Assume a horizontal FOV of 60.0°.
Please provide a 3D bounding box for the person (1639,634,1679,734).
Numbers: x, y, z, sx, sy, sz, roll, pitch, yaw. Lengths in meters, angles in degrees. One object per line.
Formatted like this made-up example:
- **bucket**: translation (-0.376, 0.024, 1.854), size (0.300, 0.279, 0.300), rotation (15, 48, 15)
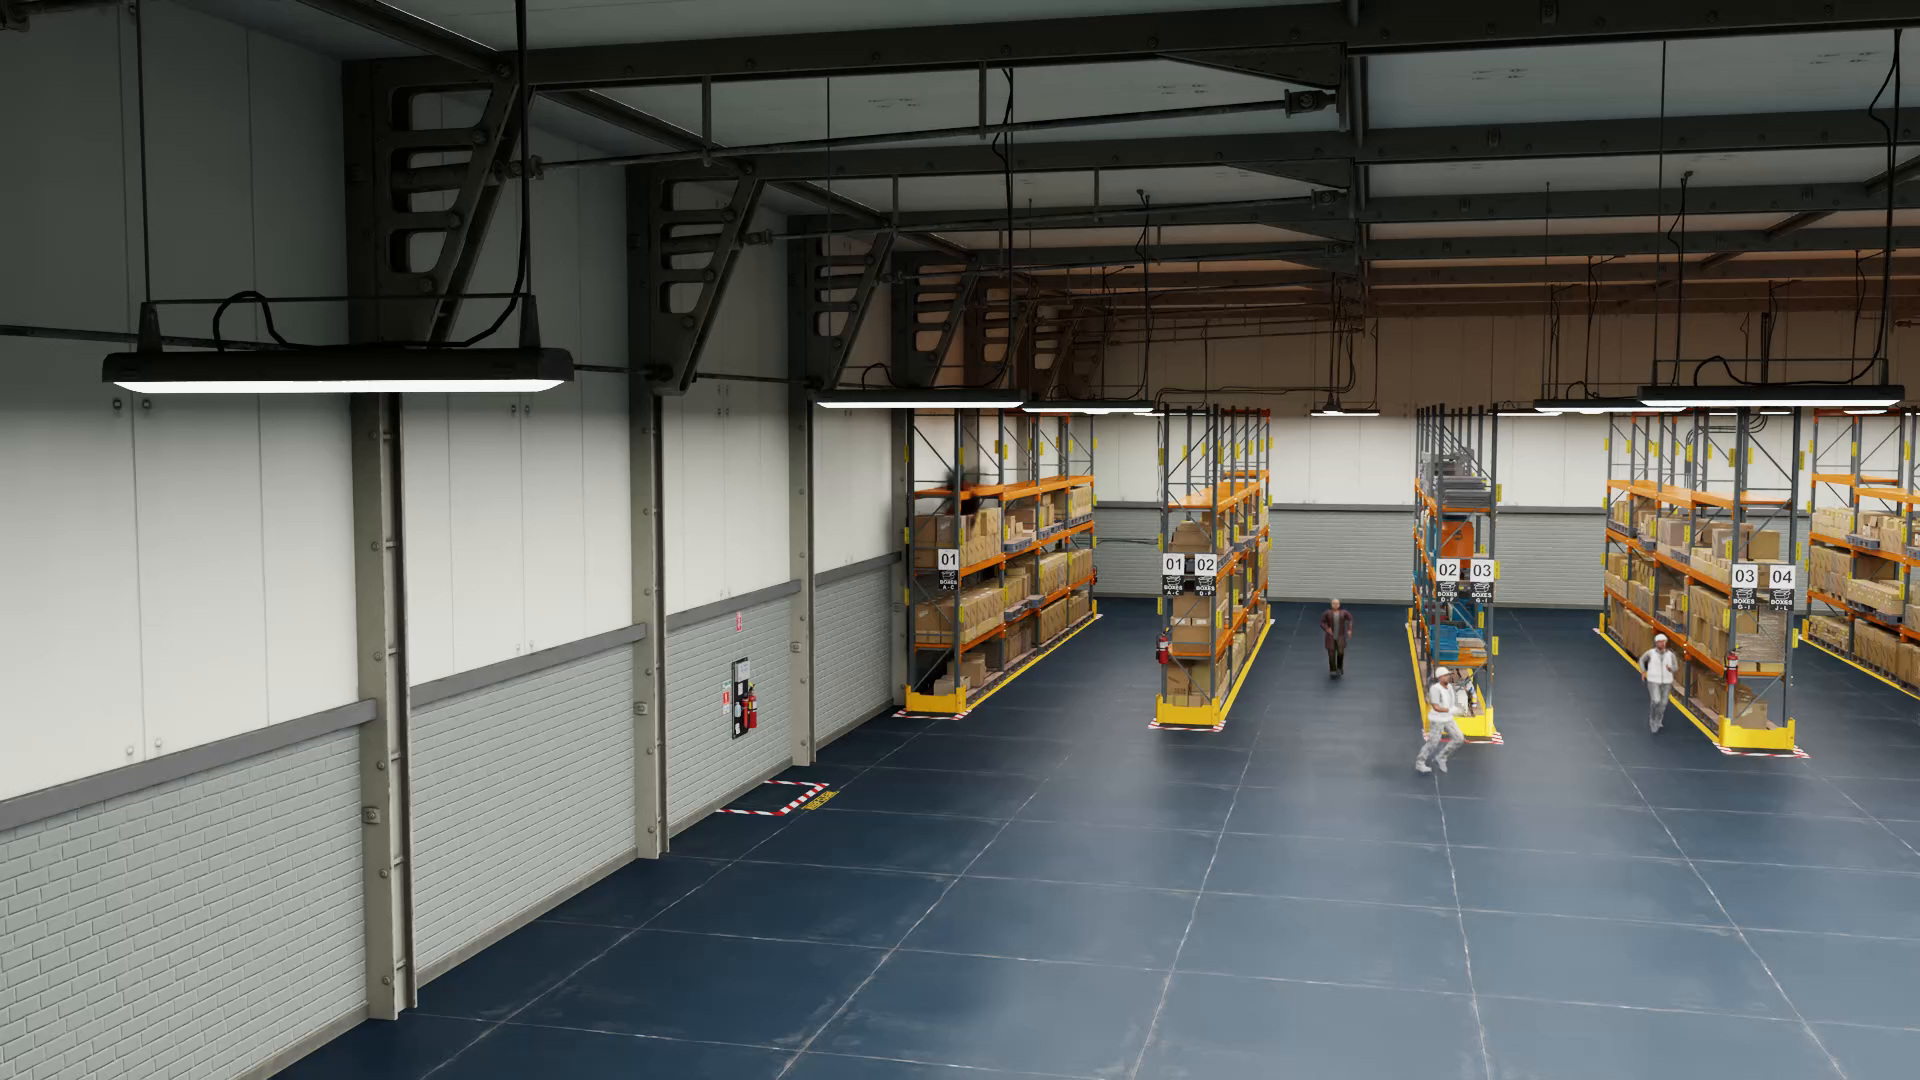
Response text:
- **person**: translation (12.799, 2.627, 30.429), size (0.624, 1.831, 0.752), rotation (0, 4, 7)

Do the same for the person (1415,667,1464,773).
- **person**: translation (7.744, 2.881, 26.660), size (0.697, 1.729, 0.842), rotation (-4, 5, -41)

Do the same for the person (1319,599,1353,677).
- **person**: translation (8.323, 2.173, 36.725), size (0.729, 1.756, 0.679), rotation (1, 4, 10)
